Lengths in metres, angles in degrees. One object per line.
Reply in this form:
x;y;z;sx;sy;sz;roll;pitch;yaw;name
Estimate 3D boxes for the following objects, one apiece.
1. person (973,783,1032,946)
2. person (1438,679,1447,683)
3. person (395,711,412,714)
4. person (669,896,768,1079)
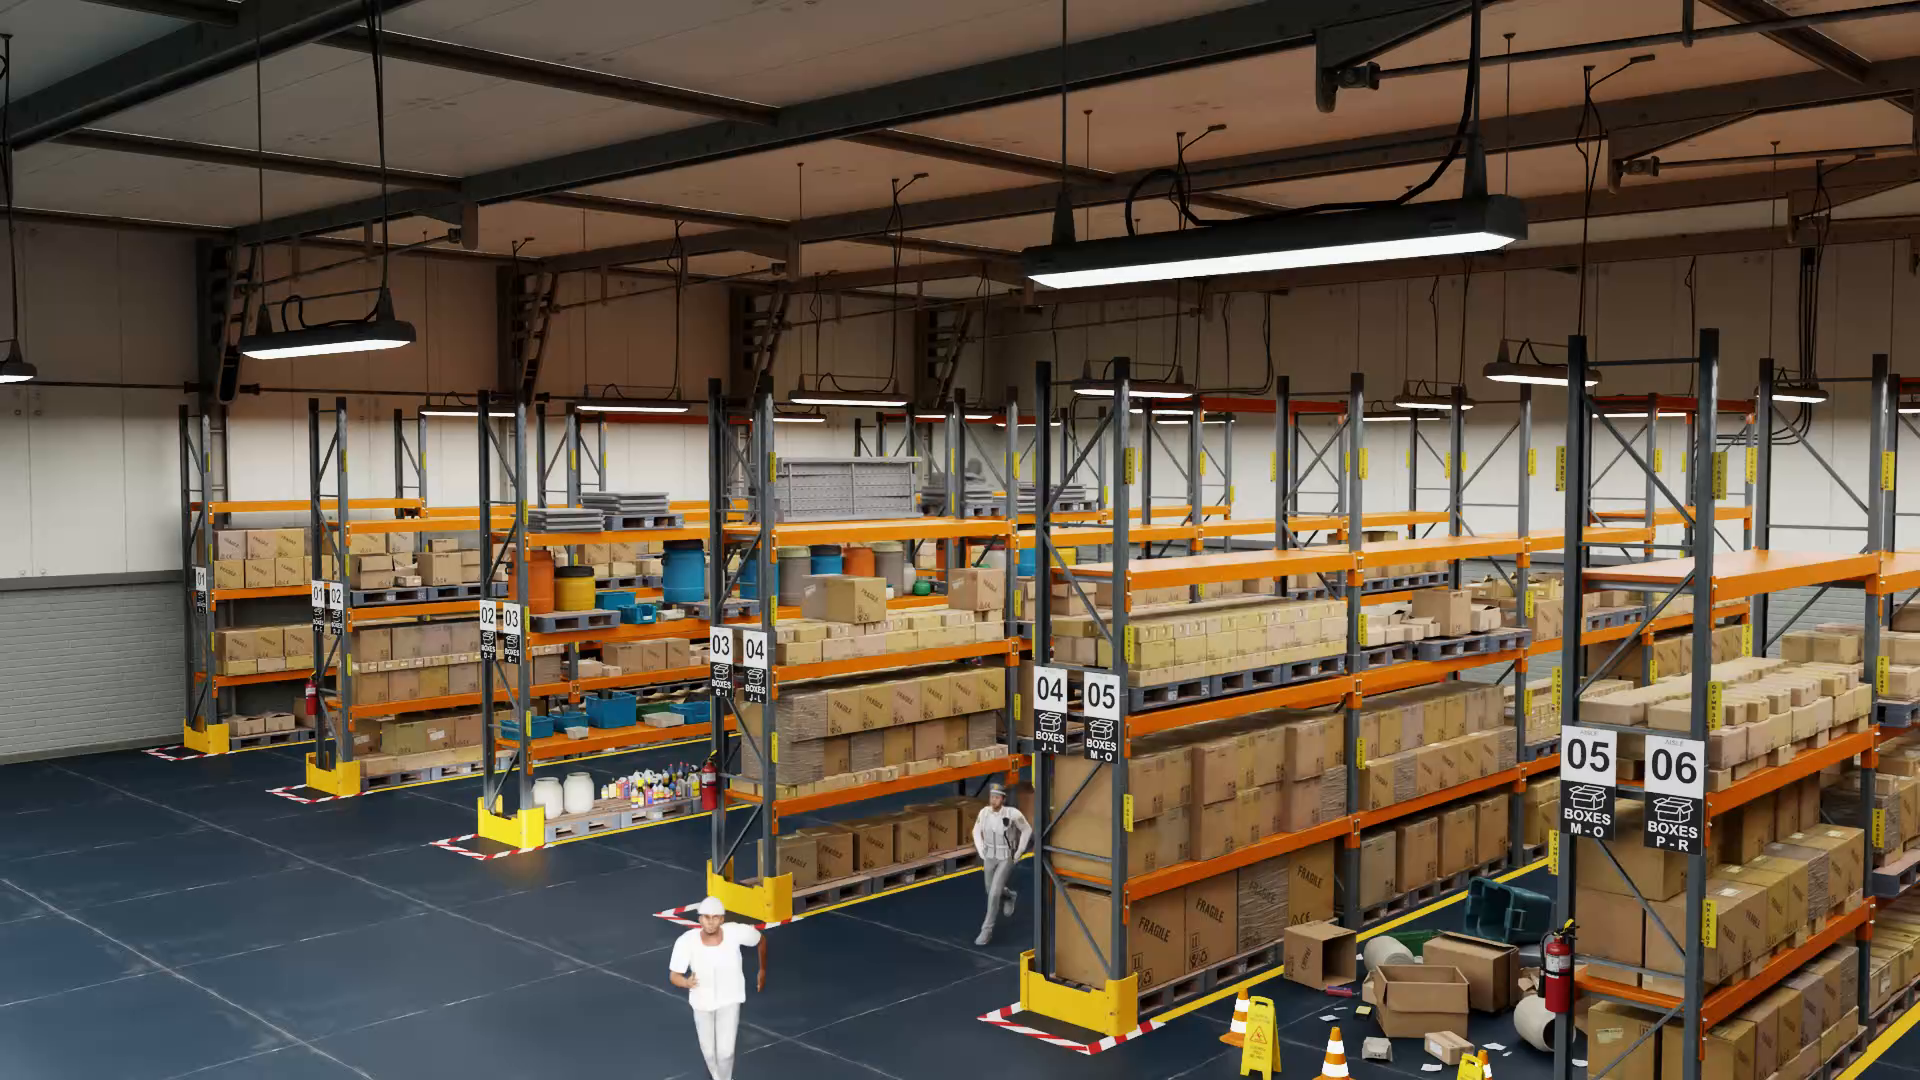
0.434;3.404;17.762;0.641;1.681;0.880;1;3;25;person
7.304;2.969;25.122;0.646;1.743;0.645;2;4;36;person
-9.353;2.822;28.199;0.659;1.766;0.986;2;4;32;person
-1.873;3.598;12.890;0.736;1.727;0.789;0;3;-3;person
